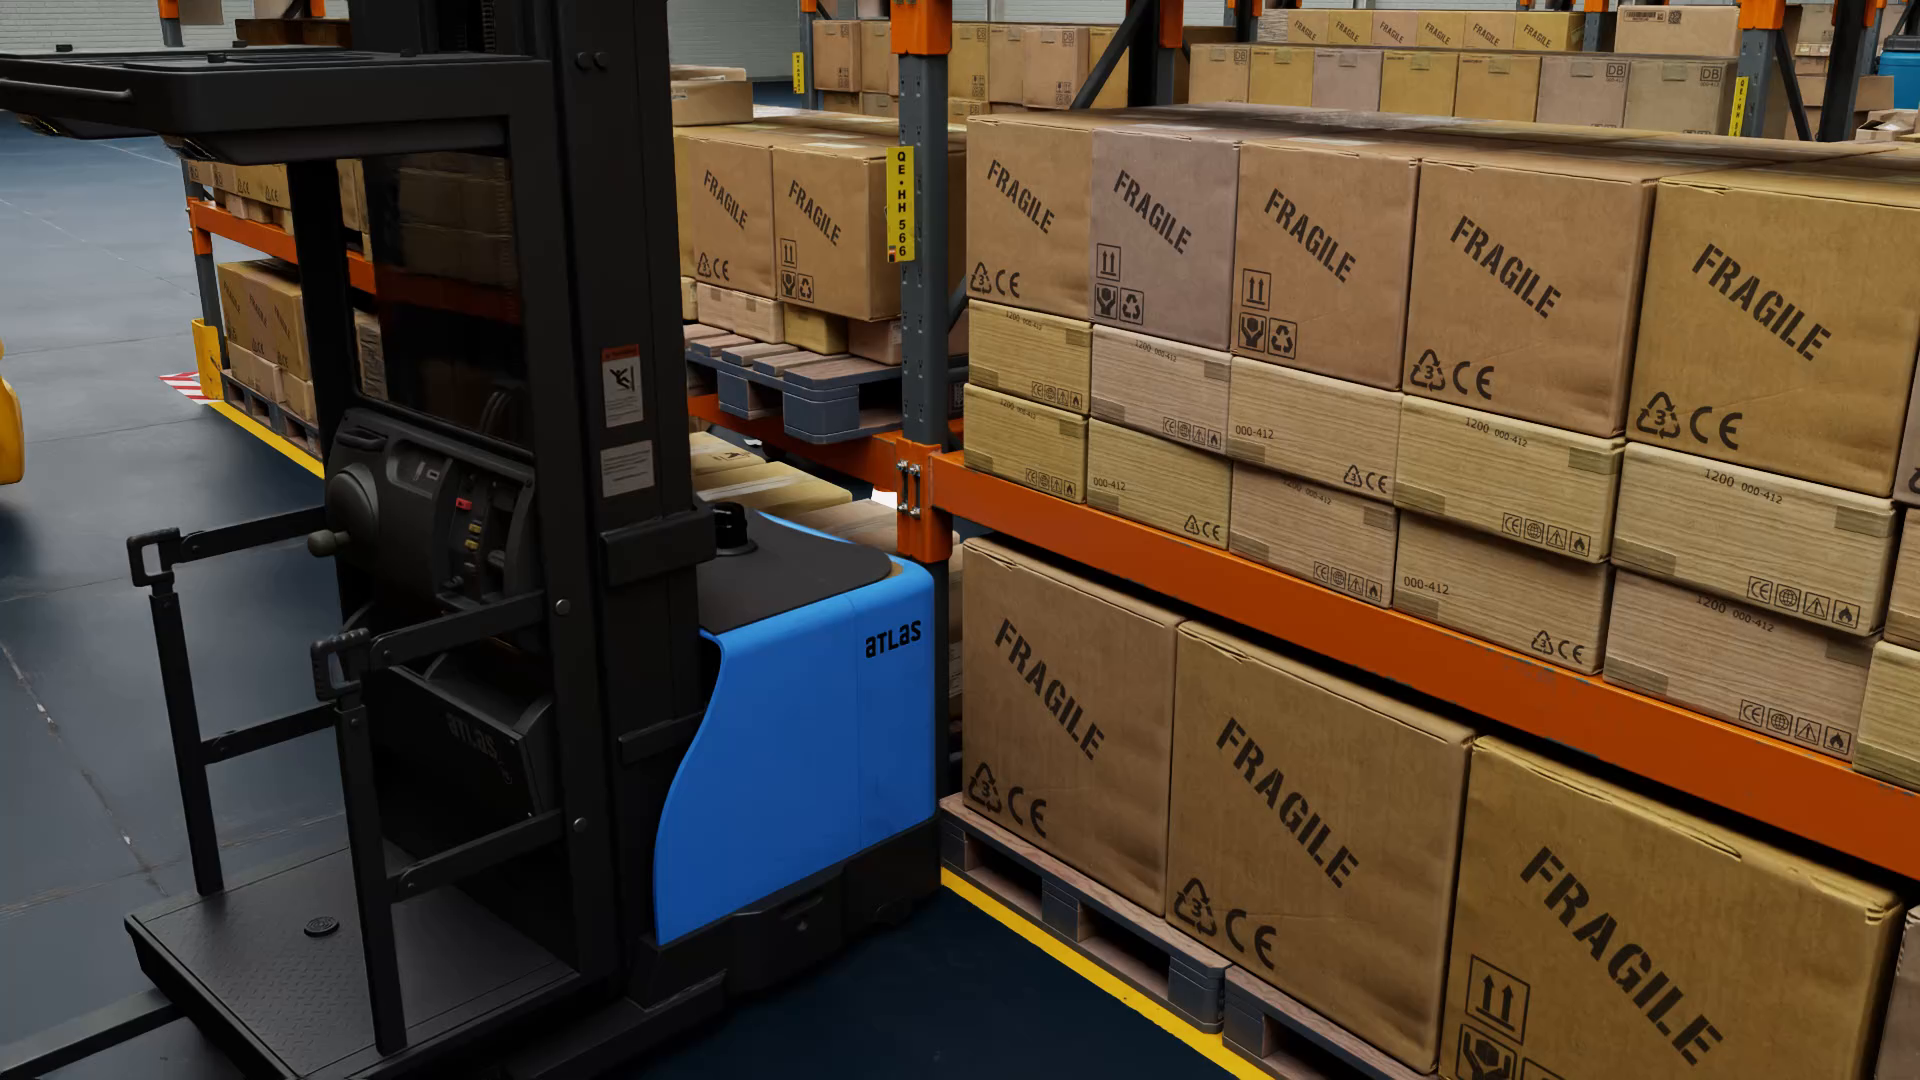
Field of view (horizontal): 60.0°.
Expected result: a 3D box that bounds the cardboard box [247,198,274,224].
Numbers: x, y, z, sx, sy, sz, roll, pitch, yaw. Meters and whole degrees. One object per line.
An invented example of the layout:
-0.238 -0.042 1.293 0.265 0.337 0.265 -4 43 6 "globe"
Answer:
-4.090 -2.022 10.096 0.380 0.149 0.250 -13 22 -35 "cardboard box"

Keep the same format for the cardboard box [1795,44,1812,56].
11.215 -6.492 22.004 0.380 0.149 0.250 -14 23 -36 "cardboard box"

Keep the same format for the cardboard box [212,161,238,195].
-4.315 -2.425 10.283 0.500 0.500 0.500 -13 22 -34 "cardboard box"

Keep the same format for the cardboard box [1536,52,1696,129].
3.483 -2.313 8.827 0.700 0.500 0.500 -14 23 -37 "cardboard box"

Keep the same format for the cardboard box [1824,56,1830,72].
11.734 -6.079 21.791 0.700 0.500 0.500 -14 23 -36 "cardboard box"

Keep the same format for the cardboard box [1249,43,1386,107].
2.219 -2.815 10.341 0.700 0.500 0.500 -14 23 -37 "cardboard box"

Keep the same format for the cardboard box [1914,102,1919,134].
7.228 -2.988 11.786 0.700 0.500 0.500 -10 21 -28 "cardboard box"

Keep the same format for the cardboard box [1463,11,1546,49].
4.730 -4.327 14.434 0.500 0.500 0.500 -14 23 -36 "cardboard box"

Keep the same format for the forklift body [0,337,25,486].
-5.997 -1.051 8.114 2.313 2.155 1.214 -14 23 -36 "forklift body"

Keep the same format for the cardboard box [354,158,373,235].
-2.703 -1.799 8.390 0.500 0.500 0.500 -15 23 -37 "cardboard box"

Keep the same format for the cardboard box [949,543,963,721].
-0.092 0.344 6.065 0.950 0.372 0.625 -16 24 -40 "cardboard box"

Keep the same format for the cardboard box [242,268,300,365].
-4.088 -1.398 10.326 0.500 0.500 0.500 -15 24 -38 "cardboard box"

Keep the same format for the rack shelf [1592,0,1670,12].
6.778 -4.073 12.263 1.077 0.370 4.000 -14 23 -36 "rack shelf"

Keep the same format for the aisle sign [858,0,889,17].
-0.707 -4.836 14.059 0.394 0.787 0.004 -14 23 -36 "aisle sign"

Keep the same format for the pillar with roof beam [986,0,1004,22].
-2.462 -15.287 40.213 9.100 9.000 0.400 -14 23 -36 "pillar with roof beam"

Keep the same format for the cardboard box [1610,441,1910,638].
1.628 -0.053 3.194 0.500 0.250 0.500 -13 23 -35 "cardboard box"

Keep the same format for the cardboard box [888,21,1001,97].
-0.043 -3.728 12.894 0.875 0.550 0.550 -14 23 -36 "cardboard box"

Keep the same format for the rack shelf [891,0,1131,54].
-0.990 -2.139 6.422 1.077 0.370 4.000 -14 23 -36 "rack shelf"

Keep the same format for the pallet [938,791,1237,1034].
0.682 0.969 5.099 1.003 0.211 1.213 -14 23 -36 "pallet"

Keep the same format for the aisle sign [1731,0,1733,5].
10.540 -7.592 22.382 0.394 0.787 0.004 -14 23 -36 "aisle sign"

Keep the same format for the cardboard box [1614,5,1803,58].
5.920 -3.744 13.276 1.000 1.000 1.000 -14 23 -36 "cardboard box"

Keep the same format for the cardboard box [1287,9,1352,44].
3.485 -4.819 15.920 0.500 0.500 0.500 -14 23 -36 "cardboard box"

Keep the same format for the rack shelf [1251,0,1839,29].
2.827 -3.130 9.415 1.077 0.370 4.000 -14 23 -36 "rack shelf"

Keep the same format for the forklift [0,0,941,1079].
-1.448 -0.070 3.911 1.130 2.935 3.031 17 25 42 "forklift"

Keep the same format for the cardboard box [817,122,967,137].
-0.176 -1.234 6.018 0.500 0.500 0.500 -13 22 -33 "cardboard box"

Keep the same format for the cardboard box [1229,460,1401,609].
1.012 -0.069 4.037 0.500 0.250 0.500 -13 22 -34 "cardboard box"

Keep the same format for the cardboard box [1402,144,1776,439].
1.301 -0.540 3.473 0.500 0.500 0.500 -14 23 -35 "cardboard box"

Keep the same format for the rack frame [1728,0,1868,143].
4.069 -1.554 8.285 1.000 3.000 0.127 -14 23 -36 "rack frame"

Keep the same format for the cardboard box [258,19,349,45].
-3.919 -2.988 10.393 0.700 0.500 0.500 -14 23 -36 "cardboard box"

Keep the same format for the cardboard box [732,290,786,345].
-0.551 -0.784 5.688 0.380 0.149 0.250 -14 23 -37 "cardboard box"

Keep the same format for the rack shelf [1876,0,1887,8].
10.661 -5.039 15.182 1.077 0.370 4.000 -14 23 -36 "rack shelf"

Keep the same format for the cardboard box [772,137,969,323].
-0.249 -1.009 5.338 0.500 0.500 0.500 -15 23 -38 "cardboard box"

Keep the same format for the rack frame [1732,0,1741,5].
10.820 -6.401 22.922 1.000 3.000 0.127 -14 23 -36 "rack frame"

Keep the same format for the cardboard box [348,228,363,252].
-3.075 -1.653 8.983 0.380 0.149 0.250 -14 23 -37 "cardboard box"

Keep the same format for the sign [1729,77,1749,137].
3.636 -1.995 7.773 0.100 0.325 0.005 -14 23 -36 "sign"

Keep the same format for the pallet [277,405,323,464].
-3.439 -0.685 10.094 1.003 0.211 1.213 -14 23 -36 "pallet"

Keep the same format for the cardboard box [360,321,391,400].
-2.810 -0.892 8.799 0.500 0.500 0.500 -14 23 -37 "cardboard box"

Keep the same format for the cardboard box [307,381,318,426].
-3.461 -0.792 9.688 0.500 0.250 0.500 -14 23 -35 "cardboard box"

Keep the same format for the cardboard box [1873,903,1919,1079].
2.287 1.094 2.997 0.875 0.875 0.875 -13 22 -34 "cardboard box"

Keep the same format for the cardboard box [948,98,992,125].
0.337 -3.098 12.708 0.875 0.550 0.500 -14 23 -36 "cardboard box"

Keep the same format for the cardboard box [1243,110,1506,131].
1.102 -0.884 4.511 0.500 0.500 0.500 -13 23 -35 "cardboard box"

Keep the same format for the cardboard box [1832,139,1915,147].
4.207 -1.764 7.703 0.380 0.149 0.250 -14 23 -36 "cardboard box"

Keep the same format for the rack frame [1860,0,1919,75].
9.419 -4.450 17.029 1.000 3.000 0.127 -14 23 -36 "rack frame"

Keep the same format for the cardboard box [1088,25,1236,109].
1.383 -3.221 11.363 0.875 0.550 0.550 -14 23 -36 "cardboard box"

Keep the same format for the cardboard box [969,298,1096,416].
0.372 -0.556 4.714 0.500 0.250 0.500 -14 23 -36 "cardboard box"

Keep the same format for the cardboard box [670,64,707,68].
-1.330 -2.008 7.322 0.380 0.149 0.250 -15 23 -38 "cardboard box"
